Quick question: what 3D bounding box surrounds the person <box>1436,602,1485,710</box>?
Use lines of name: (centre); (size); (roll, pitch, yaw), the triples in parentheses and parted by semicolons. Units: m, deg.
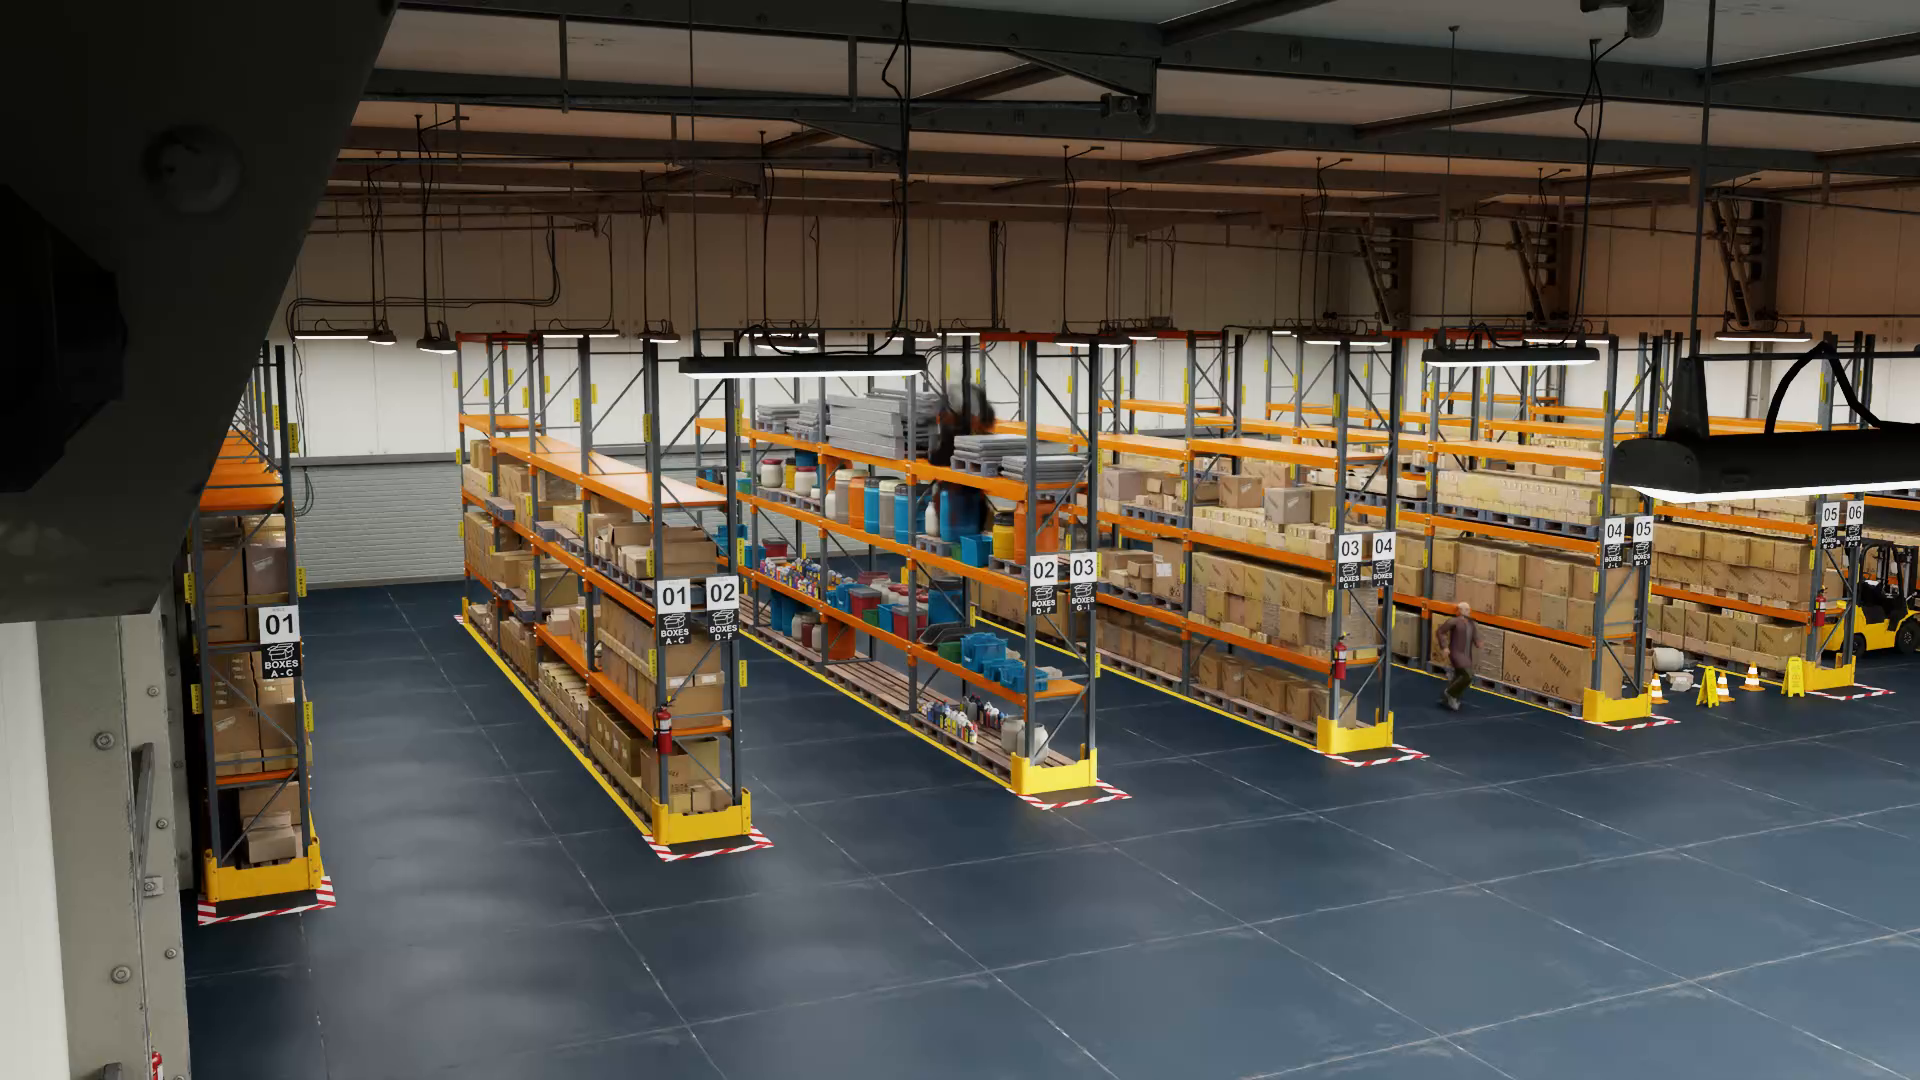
person: (8.057, 1.862, 26.720); (0.680, 1.750, 0.794); (-6, 10, -37)

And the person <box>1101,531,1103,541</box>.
person: (3.411, -0.083, 41.817); (0.677, 1.592, 0.595); (-3, 8, -24)

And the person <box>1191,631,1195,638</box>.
person: (4.405, 1.186, 31.862); (0.741, 1.725, 0.696); (-3, 8, -23)
